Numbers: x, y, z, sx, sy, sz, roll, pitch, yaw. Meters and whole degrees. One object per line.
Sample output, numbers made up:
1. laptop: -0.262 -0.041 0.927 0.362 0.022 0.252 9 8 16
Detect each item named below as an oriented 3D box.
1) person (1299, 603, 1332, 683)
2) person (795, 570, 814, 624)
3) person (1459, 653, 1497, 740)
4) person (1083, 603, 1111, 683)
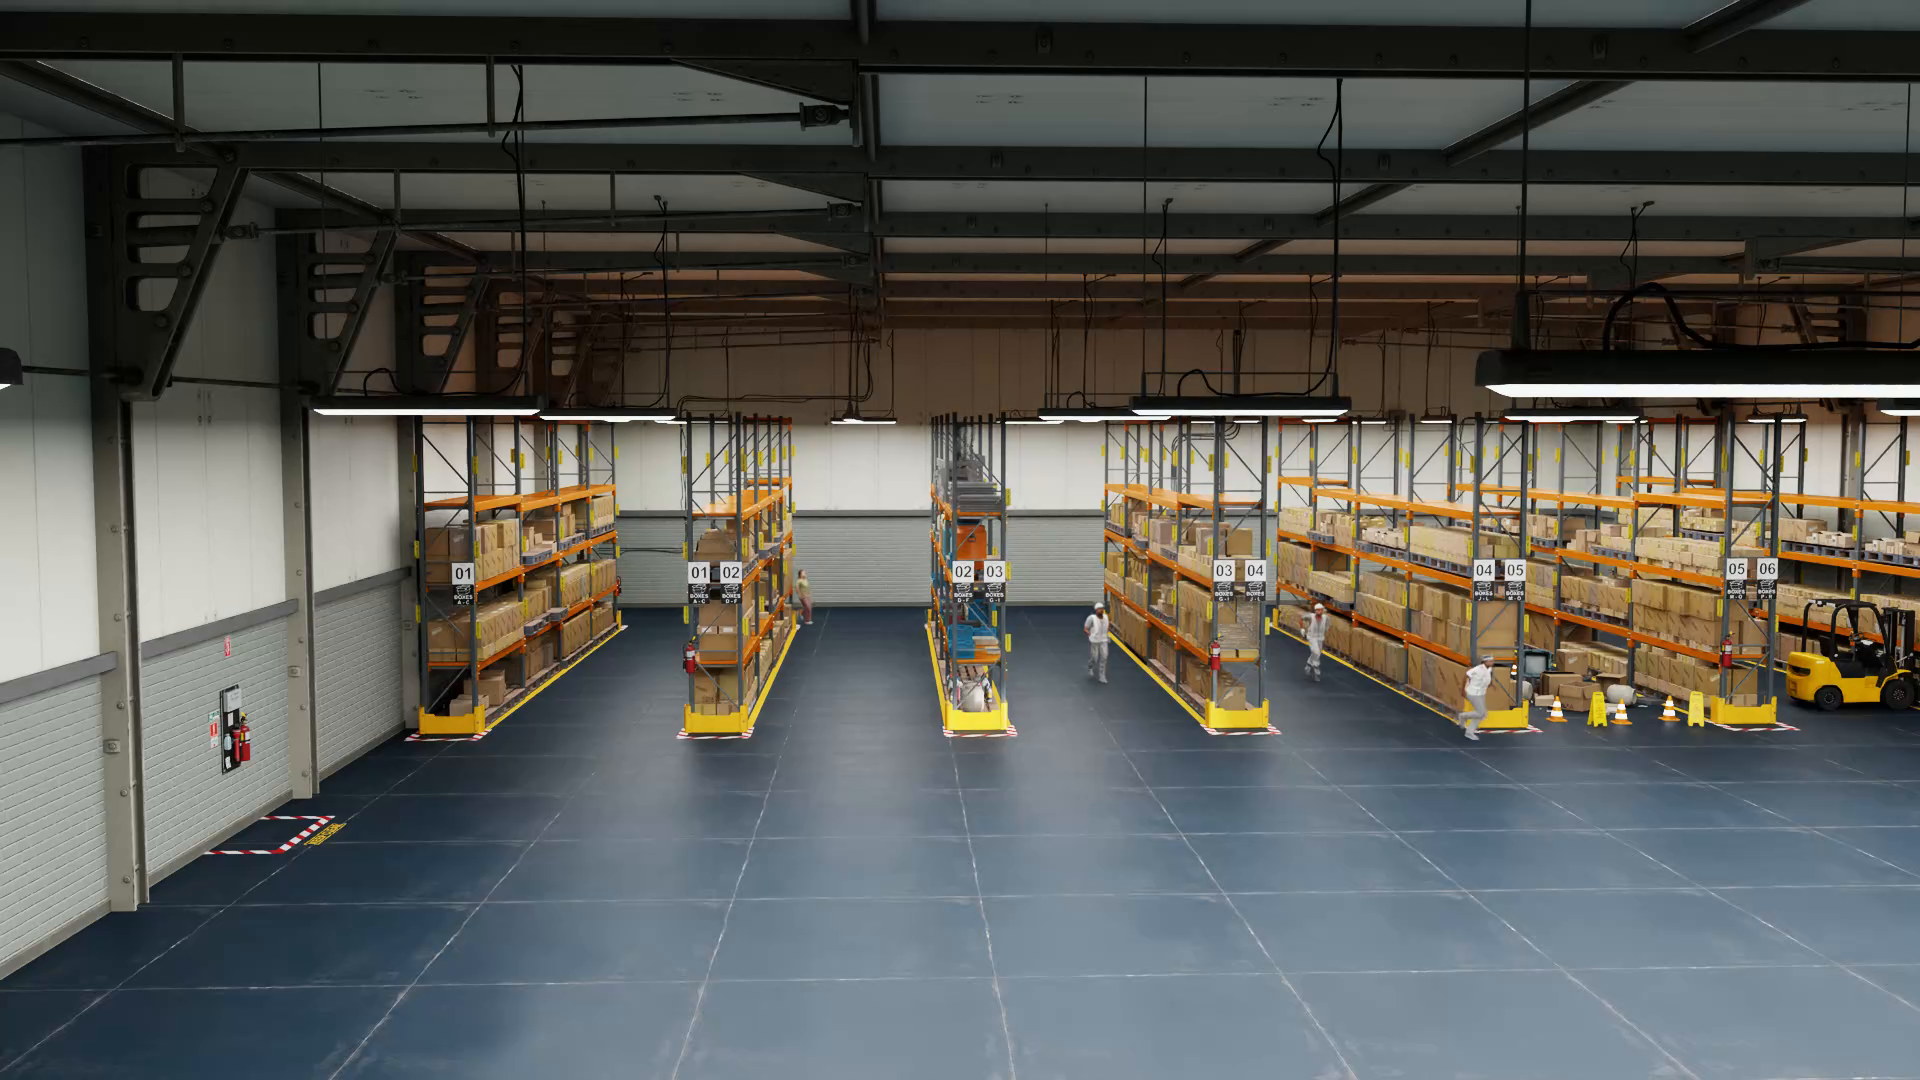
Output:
1. person: 8.016 2.297 37.552 0.650 1.786 0.975 -1 4 -14
2. person: -4.546 1.654 48.089 0.549 1.588 0.573 2 4 26
3. person: 9.506 2.861 30.487 0.688 1.610 0.563 3 5 41
4. person: 3.100 2.296 37.400 0.683 1.775 0.880 -1 4 -18
